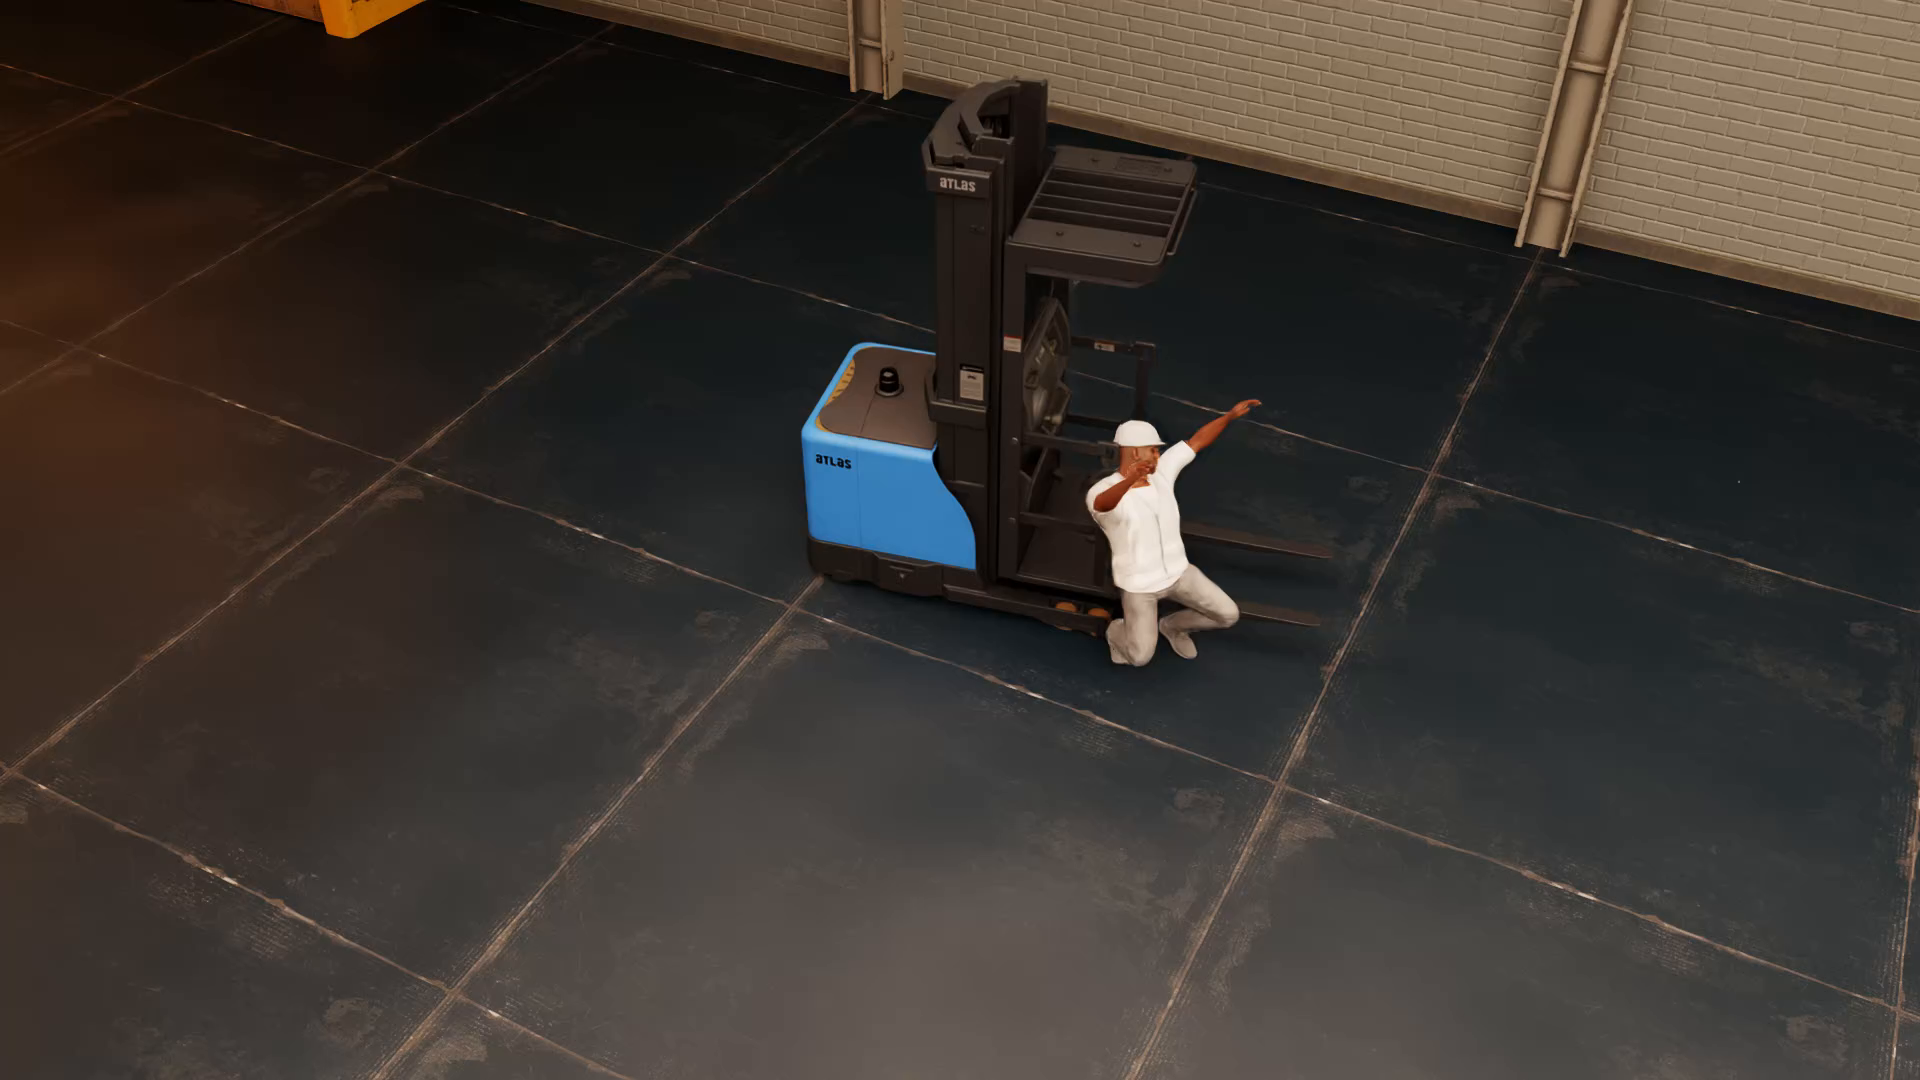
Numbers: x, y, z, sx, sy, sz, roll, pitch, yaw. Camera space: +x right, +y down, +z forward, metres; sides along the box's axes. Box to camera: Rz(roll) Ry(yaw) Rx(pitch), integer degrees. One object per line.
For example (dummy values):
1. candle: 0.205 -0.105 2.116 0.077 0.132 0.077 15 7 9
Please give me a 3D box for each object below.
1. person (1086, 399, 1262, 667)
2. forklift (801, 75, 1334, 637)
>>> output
1. person: 1.155 -0.034 8.953 1.080 1.557 0.811 -21 45 -23
2. forklift: 0.664 -0.946 9.110 3.031 2.935 1.130 11 41 12
